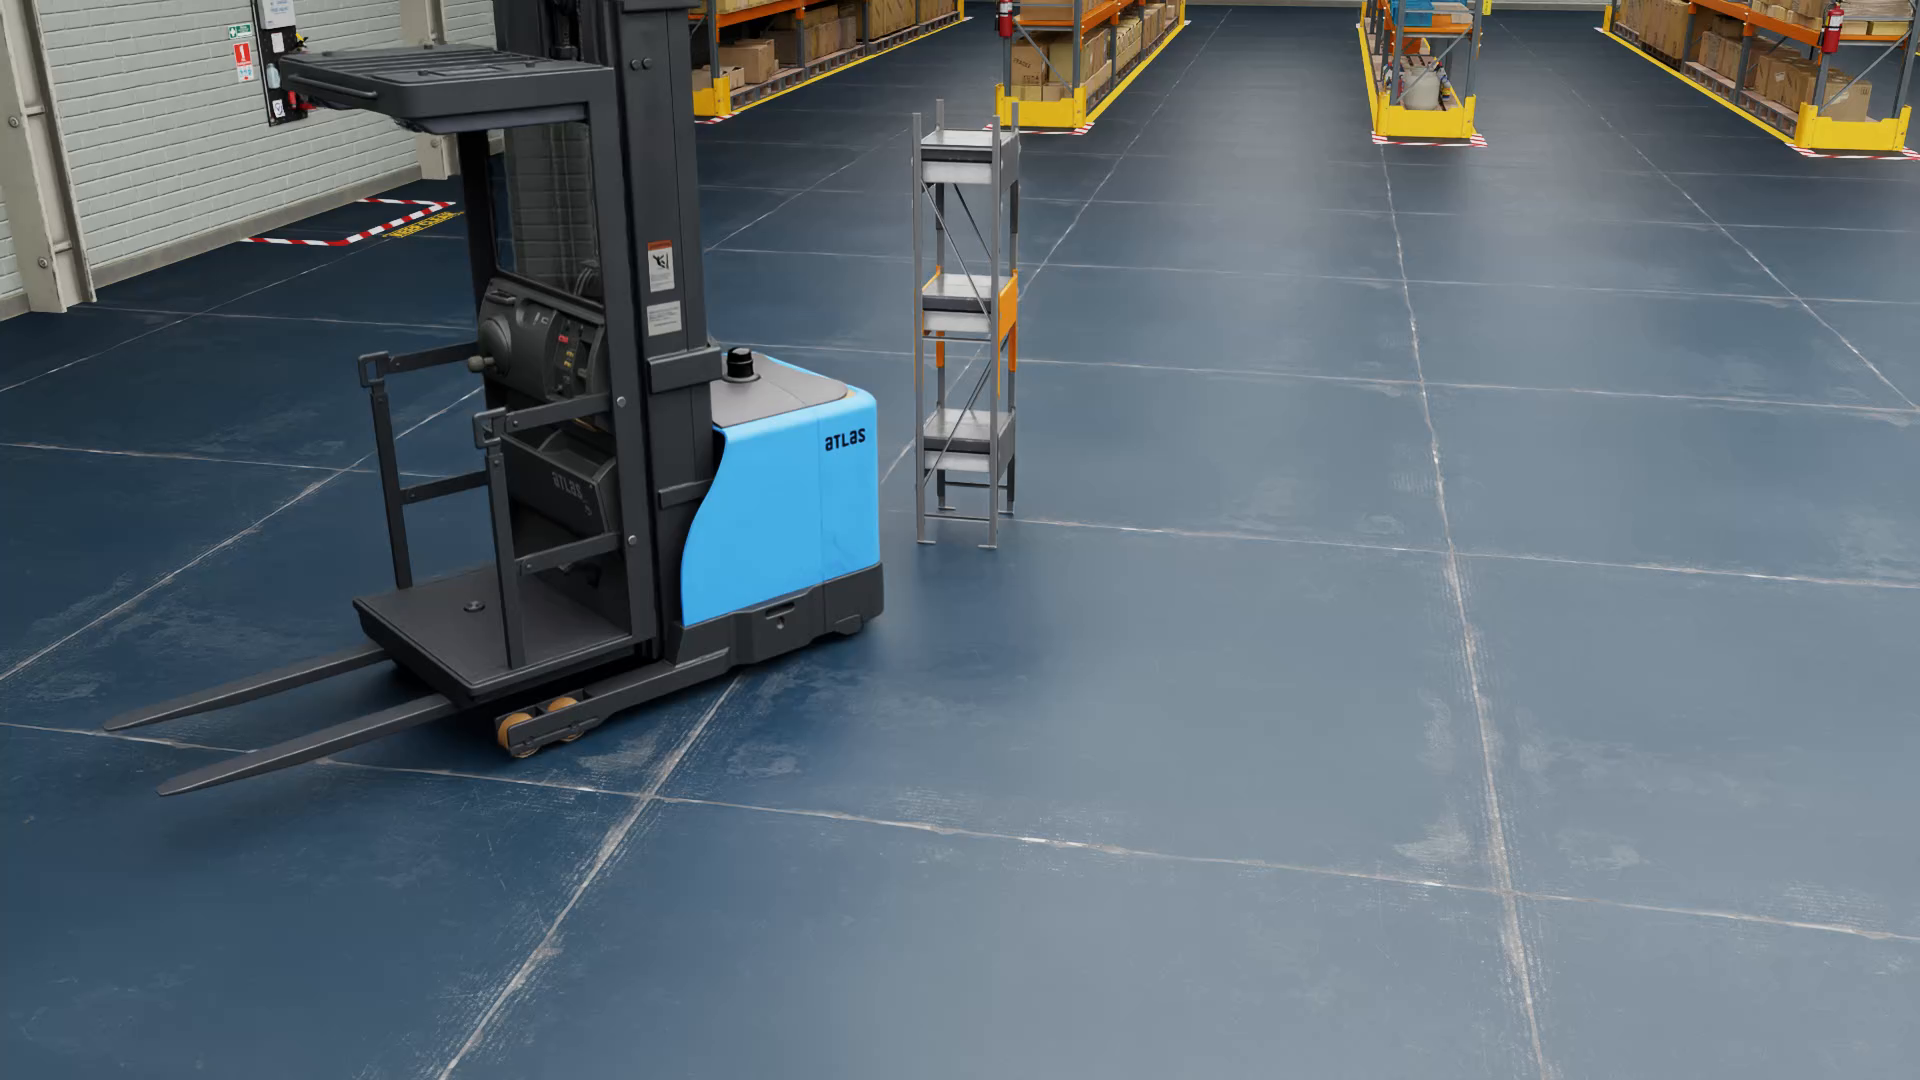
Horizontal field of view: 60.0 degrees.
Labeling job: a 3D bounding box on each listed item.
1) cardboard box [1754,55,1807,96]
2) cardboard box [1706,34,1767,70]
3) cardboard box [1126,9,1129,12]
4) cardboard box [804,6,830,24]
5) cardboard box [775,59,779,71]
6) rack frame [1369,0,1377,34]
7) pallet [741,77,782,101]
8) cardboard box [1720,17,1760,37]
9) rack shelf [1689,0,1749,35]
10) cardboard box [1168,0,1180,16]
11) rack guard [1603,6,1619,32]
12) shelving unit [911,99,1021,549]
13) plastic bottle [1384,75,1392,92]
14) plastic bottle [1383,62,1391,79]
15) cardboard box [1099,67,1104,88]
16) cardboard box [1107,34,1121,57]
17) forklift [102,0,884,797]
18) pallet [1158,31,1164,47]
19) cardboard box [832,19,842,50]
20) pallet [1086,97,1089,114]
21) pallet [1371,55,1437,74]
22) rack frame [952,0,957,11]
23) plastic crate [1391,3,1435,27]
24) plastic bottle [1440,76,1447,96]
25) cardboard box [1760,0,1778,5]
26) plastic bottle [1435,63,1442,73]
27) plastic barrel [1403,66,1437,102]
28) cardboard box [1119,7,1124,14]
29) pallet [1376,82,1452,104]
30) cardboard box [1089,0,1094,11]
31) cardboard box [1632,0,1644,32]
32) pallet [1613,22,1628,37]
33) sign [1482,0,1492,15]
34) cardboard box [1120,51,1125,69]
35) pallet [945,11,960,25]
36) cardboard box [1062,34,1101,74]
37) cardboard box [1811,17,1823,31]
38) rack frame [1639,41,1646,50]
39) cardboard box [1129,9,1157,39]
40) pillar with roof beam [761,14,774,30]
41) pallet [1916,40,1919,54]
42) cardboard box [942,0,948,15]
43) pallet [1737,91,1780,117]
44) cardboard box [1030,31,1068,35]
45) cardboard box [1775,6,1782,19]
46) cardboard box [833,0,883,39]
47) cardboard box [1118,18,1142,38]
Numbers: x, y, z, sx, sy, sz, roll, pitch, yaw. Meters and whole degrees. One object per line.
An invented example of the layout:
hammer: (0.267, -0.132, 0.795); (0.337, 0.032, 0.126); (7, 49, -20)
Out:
cardboard box: (11.462, -6.490, 23.238); (0.500, 0.500, 0.500); (4, 22, 9)
cardboard box: (12.181, -7.655, 26.104); (0.700, 0.500, 0.500); (3, 22, 6)
cardboard box: (2.869, -9.604, 30.942); (0.500, 0.500, 0.500); (4, 22, 9)
cardboard box: (-2.522, -8.927, 28.257); (0.500, 0.250, 0.500); (4, 22, 11)
cardboard box: (-3.045, -7.423, 25.973); (0.380, 0.166, 0.250); (2, 22, 4)
rack frame: (8.366, -10.902, 31.407); (1.000, 3.000, 0.127); (4, 22, 11)
pallet: (-3.314, -6.742, 24.811); (1.003, 0.211, 1.213); (4, 22, 11)
cardboard box: (12.193, -8.012, 25.984); (0.500, 0.250, 0.500); (7, 23, 17)
rack shelf: (11.990, -7.996, 25.155); (1.077, 0.370, 4.000); (4, 22, 11)
cardboard box: (4.464, -11.570, 35.825); (0.500, 0.500, 0.500); (4, 22, 11)
rack guard: (14.036, -10.836, 34.591); (1.175, 0.500, 0.348); (4, 22, 11)
shelving unit: (0.034, -1.035, 8.112); (0.431, 2.100, 0.503); (4, 22, 11)
plastic bottle: (5.970, -6.300, 23.037); (0.152, 0.276, 0.135); (4, 22, 9)
plastic bottle: (6.163, -6.688, 23.901); (0.144, 0.351, 0.185); (5, 22, 12)
cardboard box: (1.805, -6.722, 24.147); (0.500, 0.250, 0.500); (4, 22, 11)
cardboard box: (2.213, -7.666, 25.742); (0.500, 0.311, 0.500); (5, 22, 11)
forklift: (-1.780, -0.755, 6.305); (3.031, 2.935, 1.130); (-18, 28, -38)
pallet: (3.389, -9.687, 32.123); (1.003, 0.211, 1.213); (4, 22, 11)
cardboard box: (-2.464, -8.792, 28.925); (0.700, 0.500, 0.500); (4, 22, 11)
pallet: (1.184, -5.881, 22.674); (1.003, 0.211, 1.213); (4, 22, 11)
pallet: (7.354, -7.865, 27.600); (1.003, 0.211, 1.213); (4, 22, 11)
rack frame: (-0.516, -13.120, 36.915); (1.000, 3.000, 0.127); (4, 22, 11)
plastic crate: (5.727, -6.650, 21.049); (0.499, 0.251, 0.616); (4, 22, 11)
plastic bottle: (6.683, -6.253, 22.927); (0.097, 0.271, 0.097); (0, 22, 0)
cardboard box: (11.293, -7.443, 22.286); (0.875, 0.500, 0.500); (4, 22, 11)
plastic bottle: (6.845, -6.624, 23.741); (0.144, 0.351, 0.185); (3, 22, 8)
plastic barrel: (6.079, -5.984, 21.964); (0.421, 0.512, 0.421); (0, 22, 0)
cardboard box: (2.670, -9.591, 29.906); (0.500, 0.250, 0.500); (5, 23, 13)
pallet: (6.556, -6.440, 24.061); (1.003, 0.211, 1.213); (4, 22, 11)
cardboard box: (1.490, -7.674, 23.260); (0.700, 0.500, 0.500); (5, 23, 13)
cardboard box: (13.611, -10.298, 32.189); (0.875, 0.875, 0.875); (4, 22, 11)
pallet: (13.944, -10.395, 33.882); (1.003, 0.211, 1.213); (4, 22, 11)
sign: (6.455, -6.598, 20.350); (0.100, 0.325, 0.005); (4, 22, 11)
cardboard box: (2.316, -7.590, 26.302); (0.500, 0.250, 0.500); (5, 22, 12)
pallet: (-0.603, -11.528, 36.695); (1.003, 0.211, 1.213); (4, 22, 11)
cardboard box: (1.705, -6.887, 23.553); (0.500, 0.500, 0.500); (4, 22, 11)
cardboard box: (10.674, -6.326, 20.381); (0.380, 0.149, 0.250); (4, 22, 11)
rack frame: (13.215, -10.524, 30.470); (1.000, 3.000, 0.127); (4, 22, 11)
cardboard box: (3.384, -9.573, 30.866); (0.500, 0.500, 0.500); (4, 22, 9)
pillar with roof beam: (0.954, -12.239, 26.698); (9.100, 9.000, 0.400); (4, 22, 11)
pallet: (18.152, -9.064, 30.576); (1.003, 0.211, 1.213); (4, 22, 11)
cardboard box: (-0.663, -11.708, 36.194); (0.700, 0.500, 0.500); (4, 22, 11)
pallet: (11.480, -6.057, 23.109); (1.003, 0.211, 1.213); (4, 22, 11)
cardboard box: (1.280, -7.111, 24.109); (0.500, 0.500, 0.500); (4, 22, 11)
cardboard box: (11.013, -6.967, 21.974); (0.380, 0.149, 0.250); (4, 22, 11)
cardboard box: (-1.870, -9.651, 30.616); (0.750, 0.750, 0.750); (4, 22, 10)
cardboard box: (2.836, -8.787, 28.524); (0.500, 0.311, 0.500); (5, 22, 12)
